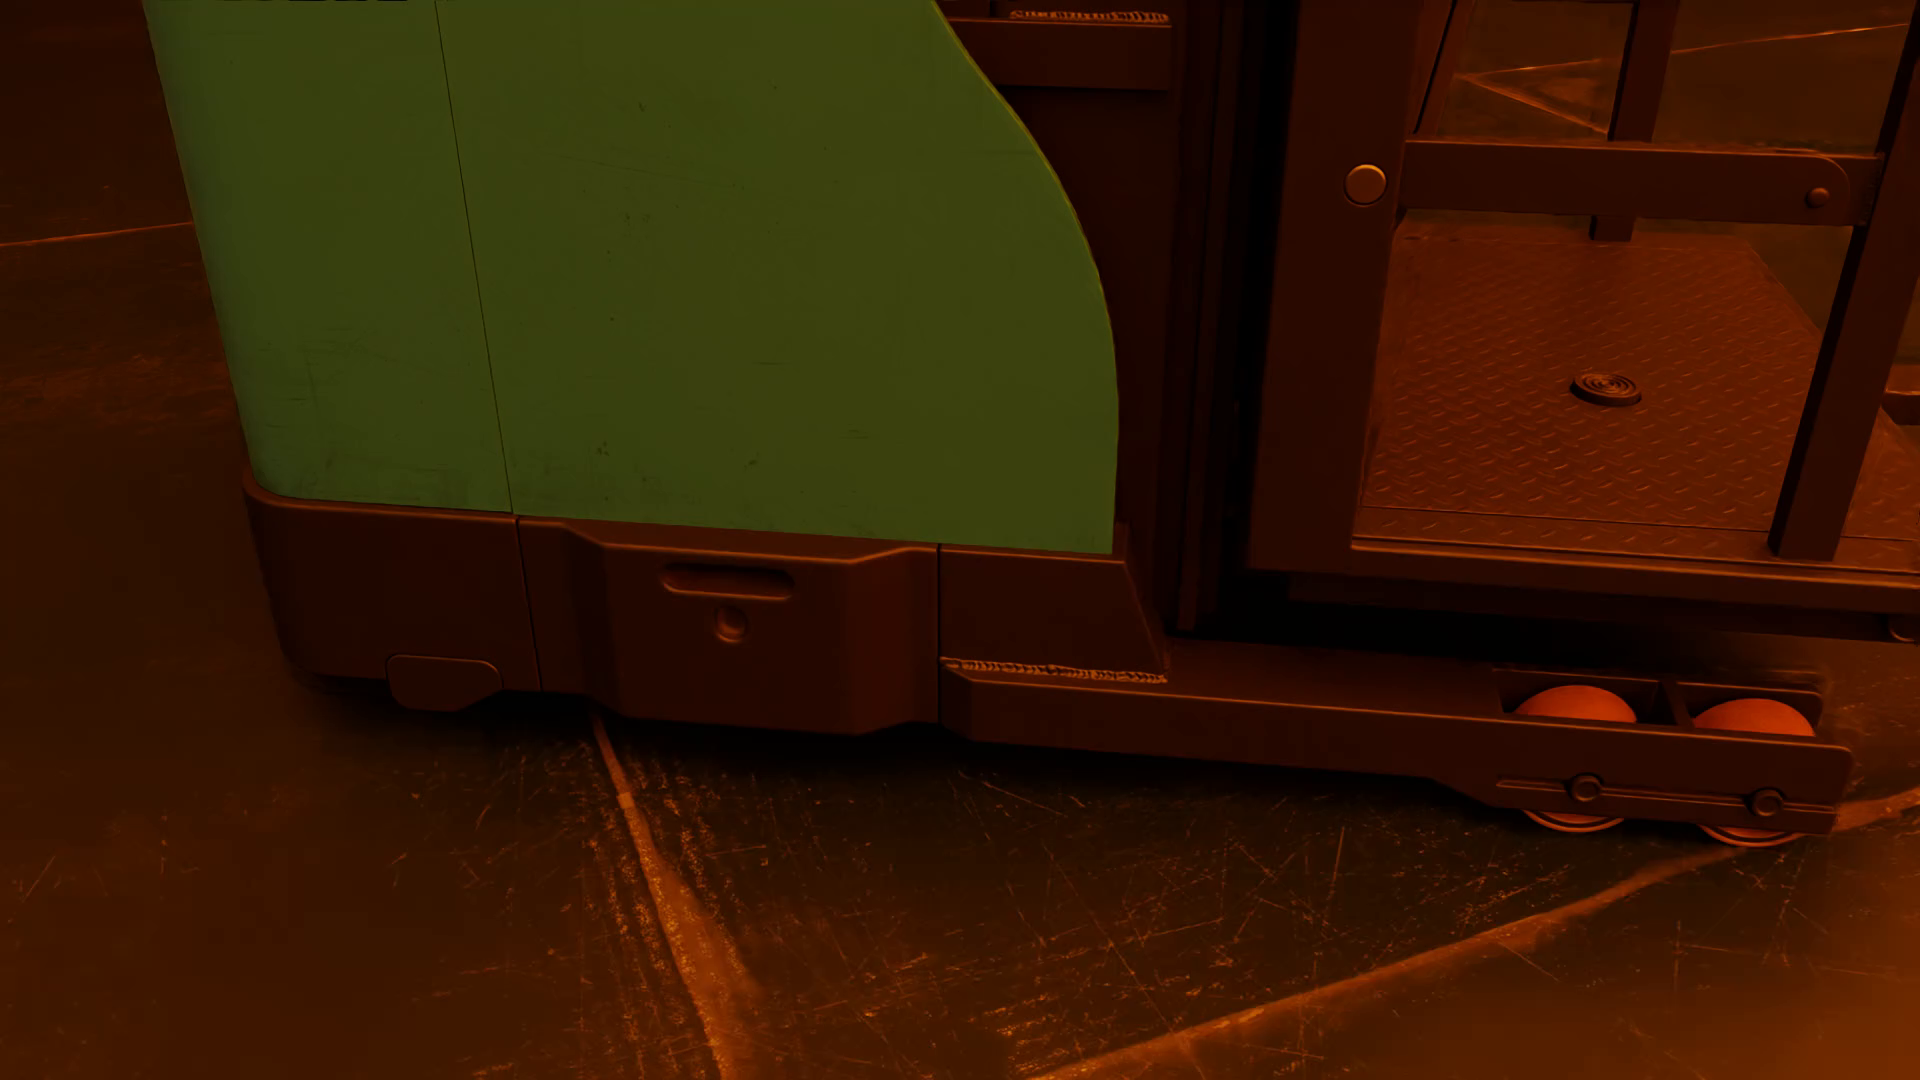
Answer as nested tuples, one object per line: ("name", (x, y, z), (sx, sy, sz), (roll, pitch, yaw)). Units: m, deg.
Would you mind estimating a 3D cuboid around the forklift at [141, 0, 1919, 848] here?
("forklift", (0.686, -1.206, 1.656), (3.031, 2.935, 1.130), (4, 30, 7))
